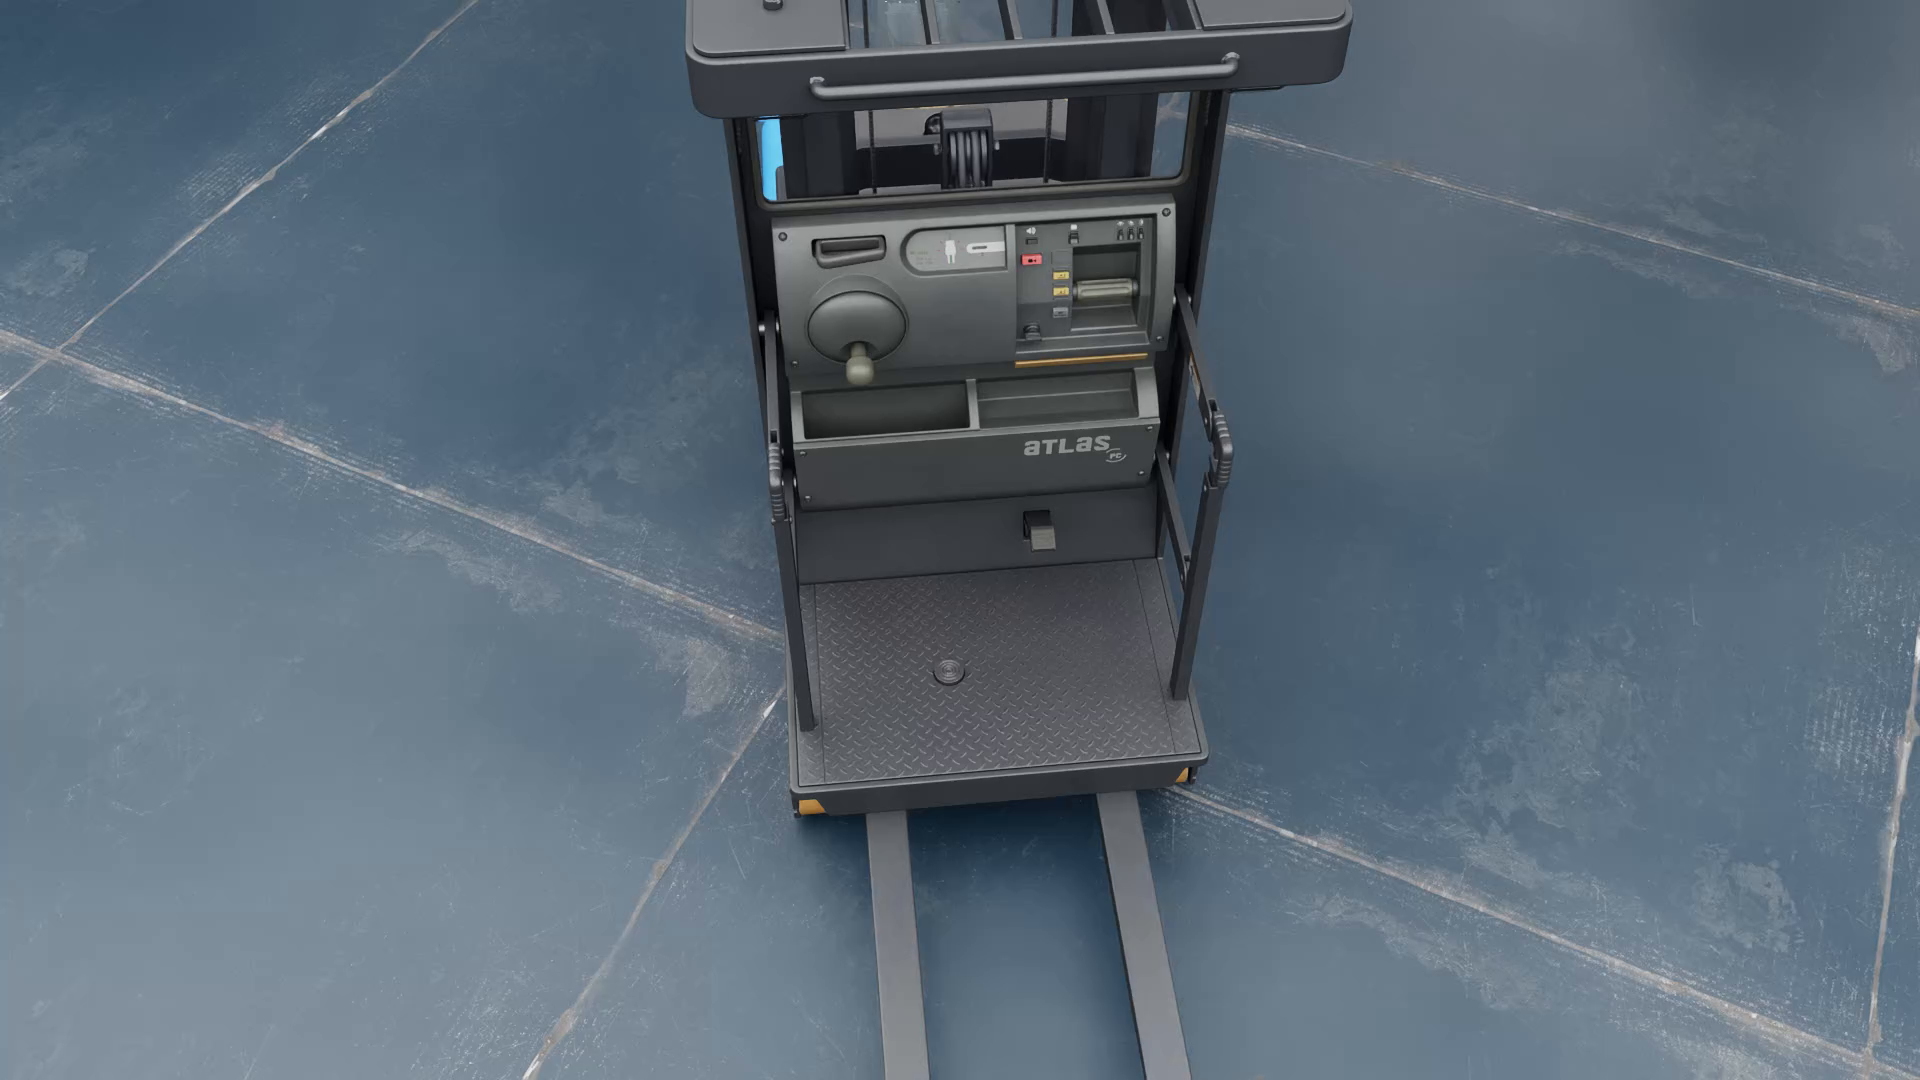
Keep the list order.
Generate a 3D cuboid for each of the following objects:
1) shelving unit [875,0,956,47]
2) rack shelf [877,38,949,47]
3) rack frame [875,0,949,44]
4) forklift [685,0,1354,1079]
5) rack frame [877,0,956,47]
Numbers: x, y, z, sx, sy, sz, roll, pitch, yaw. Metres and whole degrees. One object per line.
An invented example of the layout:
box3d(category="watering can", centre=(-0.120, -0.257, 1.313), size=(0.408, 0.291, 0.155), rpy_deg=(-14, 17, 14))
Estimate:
box3d(category="shelving unit", centre=(-0.130, -1.272, 5.541), size=(0.258, 1.200, 0.189), rpy_deg=(-4, 33, -3))
box3d(category="rack shelf", centre=(-0.139, -1.538, 5.371), size=(0.258, 0.103, 0.180), rpy_deg=(-4, 33, -3))
box3d(category="rack frame", centre=(-0.138, -1.321, 5.618), size=(0.240, 1.200, 0.006), rpy_deg=(-4, 33, -3))
box3d(category="forklift", centre=(0.062, -0.474, 3.729), size=(1.130, 2.935, 3.031), rpy_deg=(-4, 50, -4))
box3d(category="rack frame", centre=(-0.122, -1.223, 5.464), size=(0.240, 1.200, 0.006), rpy_deg=(-4, 33, -3))
